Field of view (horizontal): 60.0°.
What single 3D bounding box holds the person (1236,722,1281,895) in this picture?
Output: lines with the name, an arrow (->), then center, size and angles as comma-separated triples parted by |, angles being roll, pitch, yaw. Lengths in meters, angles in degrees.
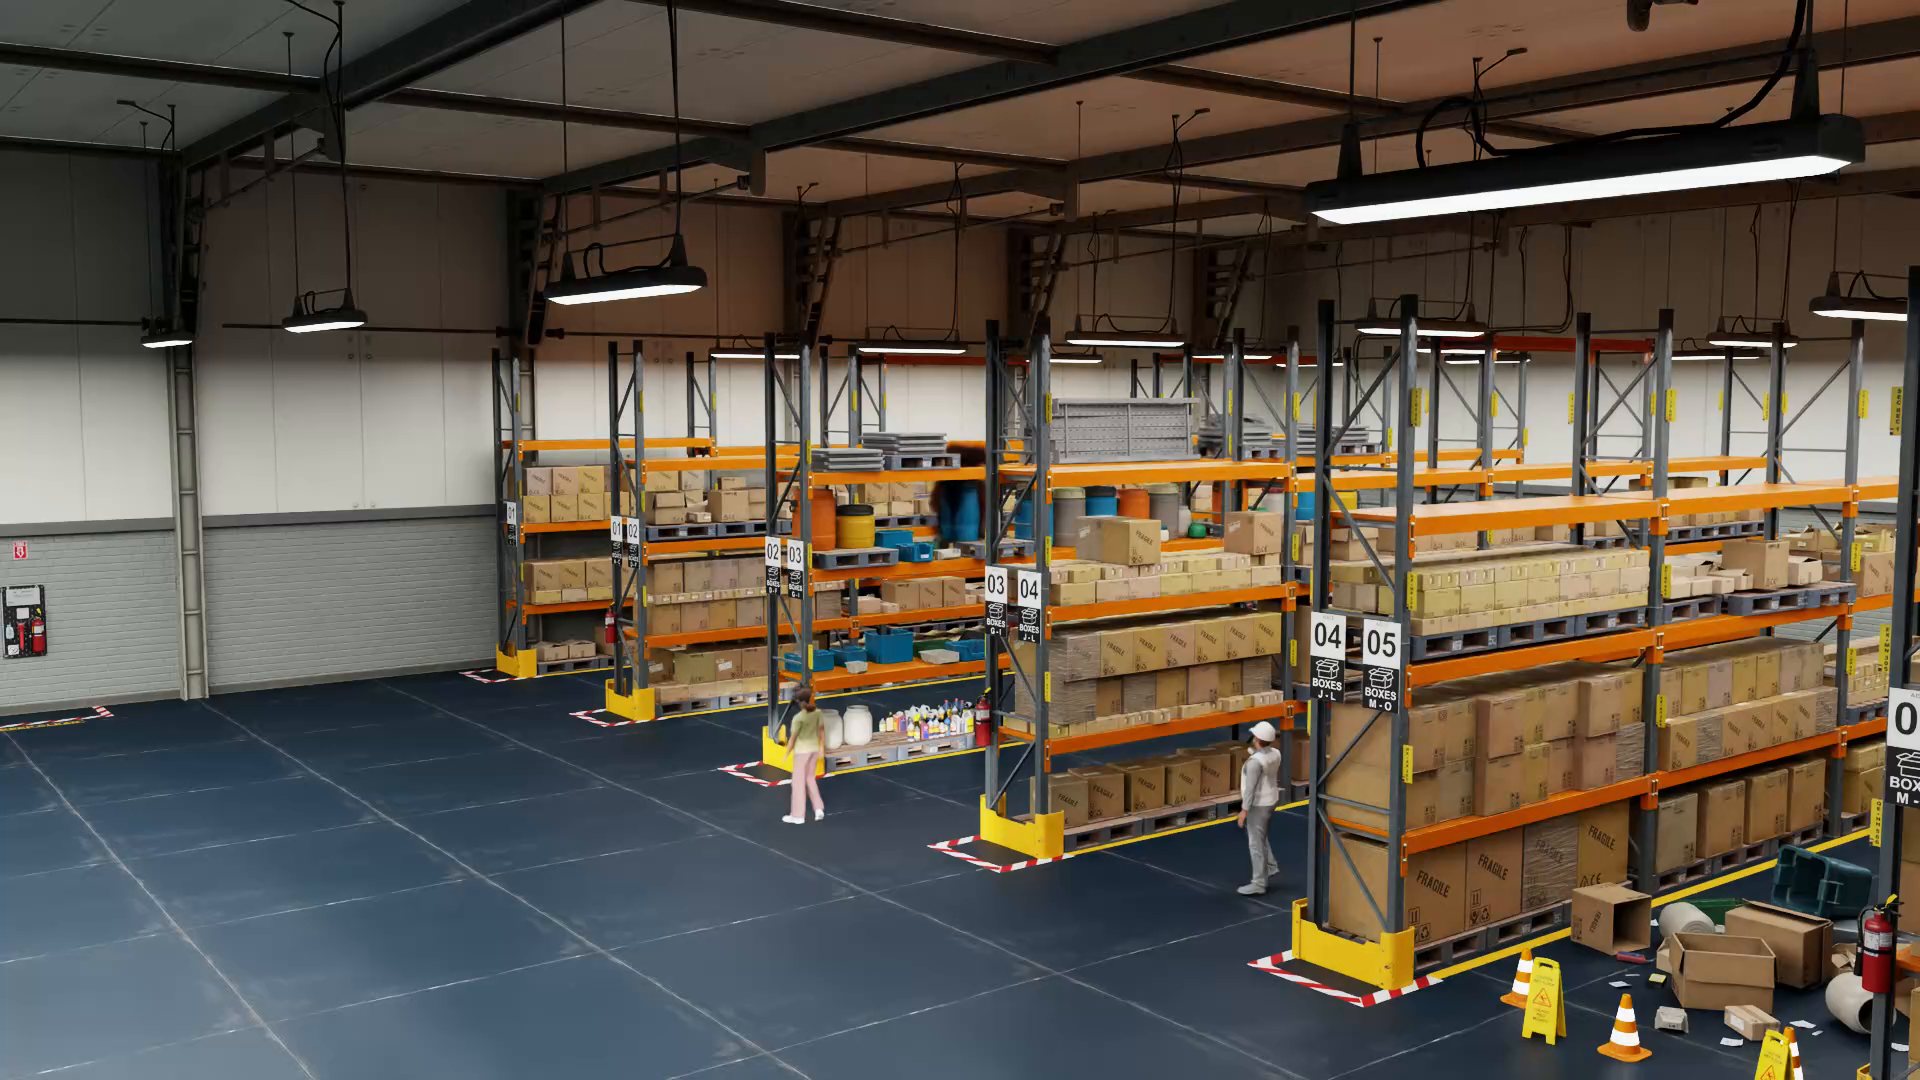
person -> 3.118, 2.752, 17.311 | 0.403, 1.770, 0.645 | 2, 6, 24

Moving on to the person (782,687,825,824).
person -> -1.883, 2.586, 19.999 | 0.499, 1.690, 0.543 | 4, 6, 35
